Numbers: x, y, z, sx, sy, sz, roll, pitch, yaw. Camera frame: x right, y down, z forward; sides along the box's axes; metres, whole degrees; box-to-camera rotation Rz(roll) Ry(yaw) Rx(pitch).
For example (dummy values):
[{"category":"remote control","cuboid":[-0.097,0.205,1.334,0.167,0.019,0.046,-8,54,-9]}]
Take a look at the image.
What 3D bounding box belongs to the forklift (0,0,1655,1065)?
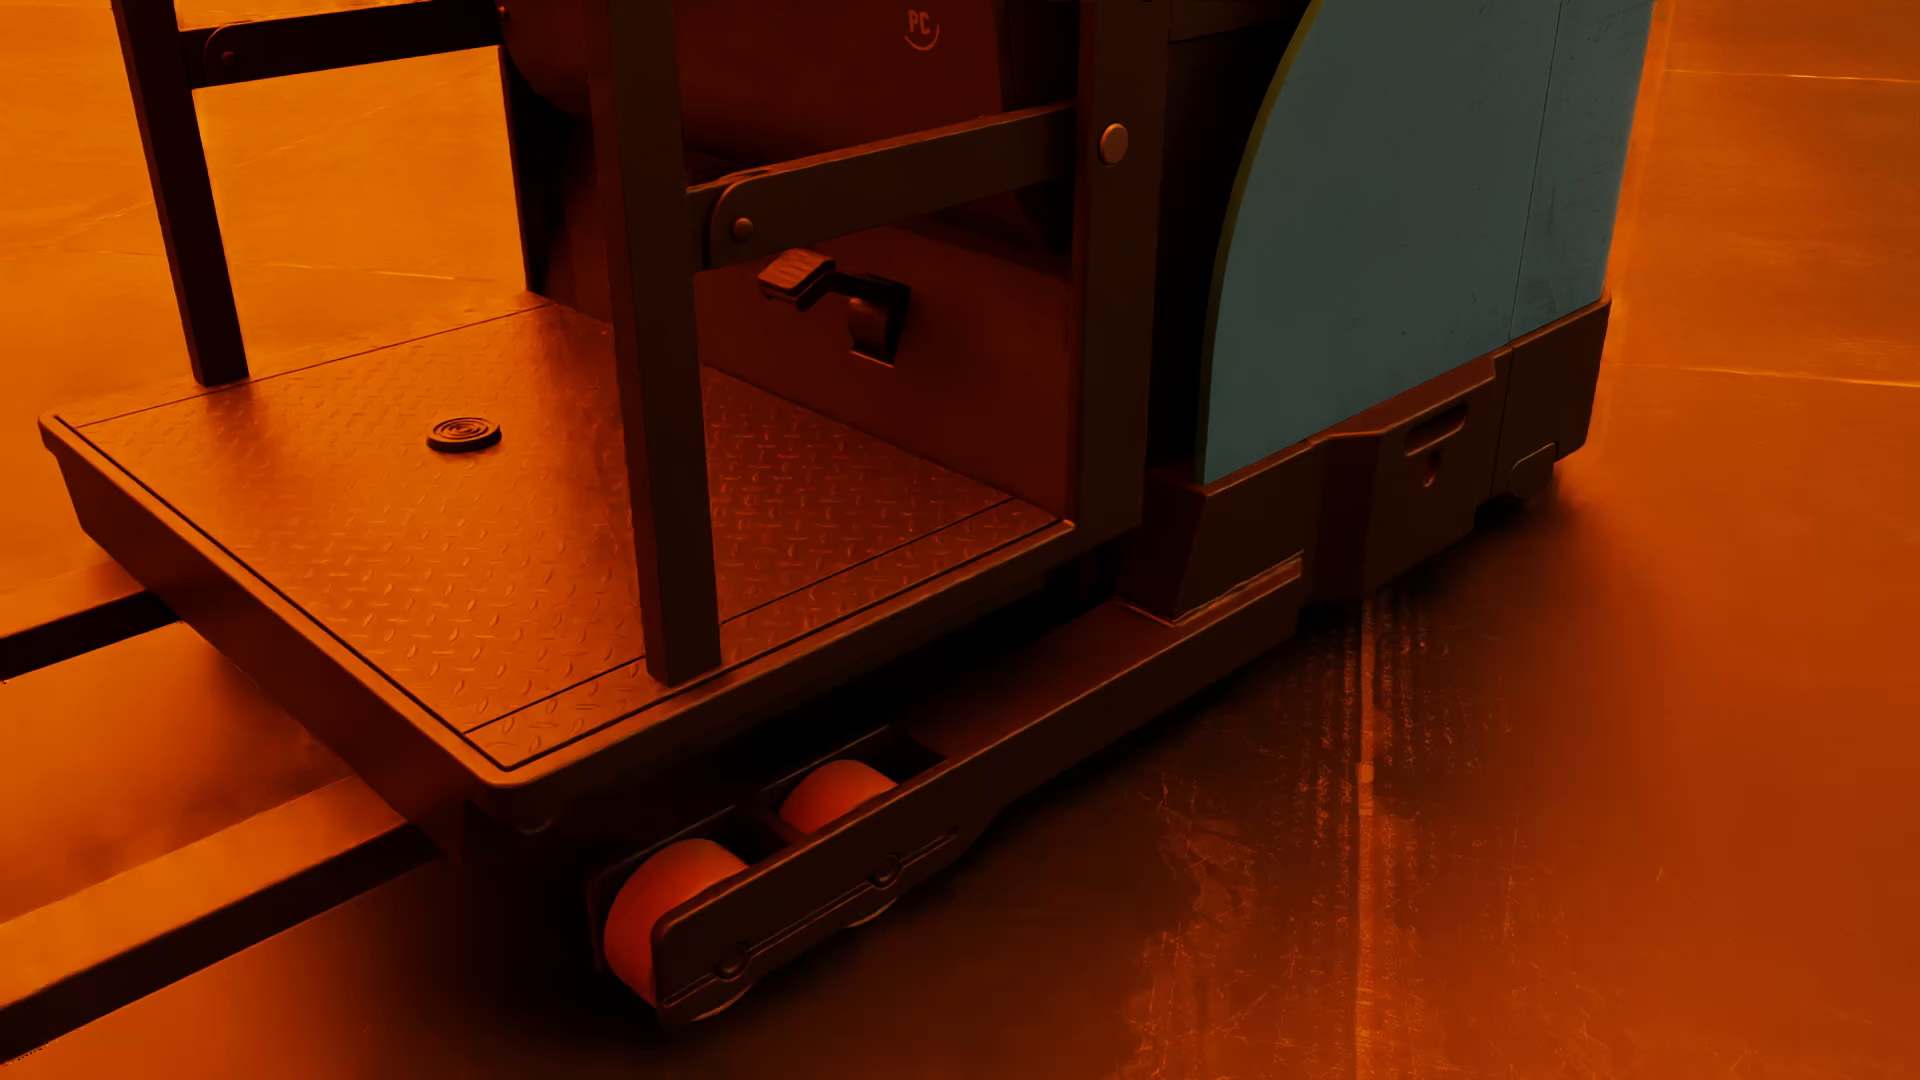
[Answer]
[{"category":"forklift","cuboid":[-0.400,-1.114,1.455,3.031,2.935,1.130,-24,35,-39]}]
